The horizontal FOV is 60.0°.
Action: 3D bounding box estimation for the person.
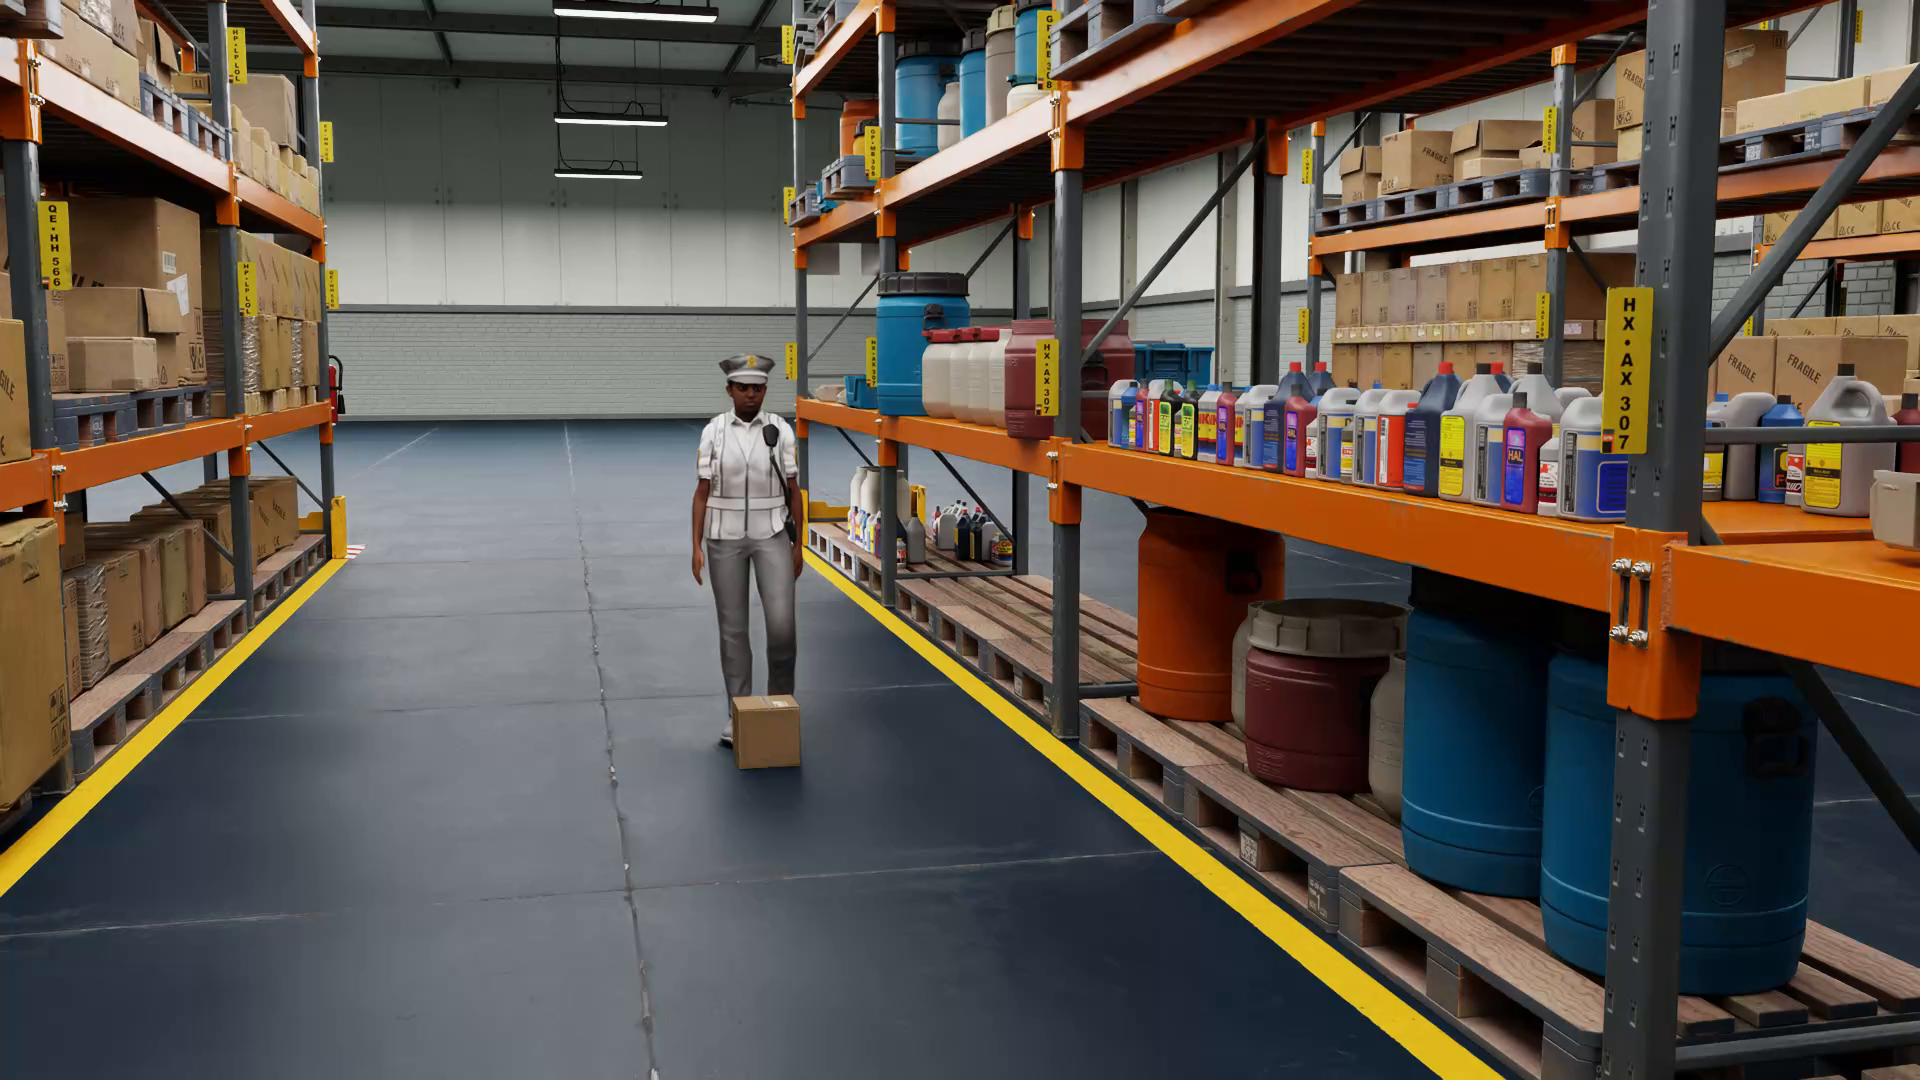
[{"bbox_3d":[-0.930,0.051,7.279,0.480,1.718,0.398,0,6,-4],"label":"person"}]
